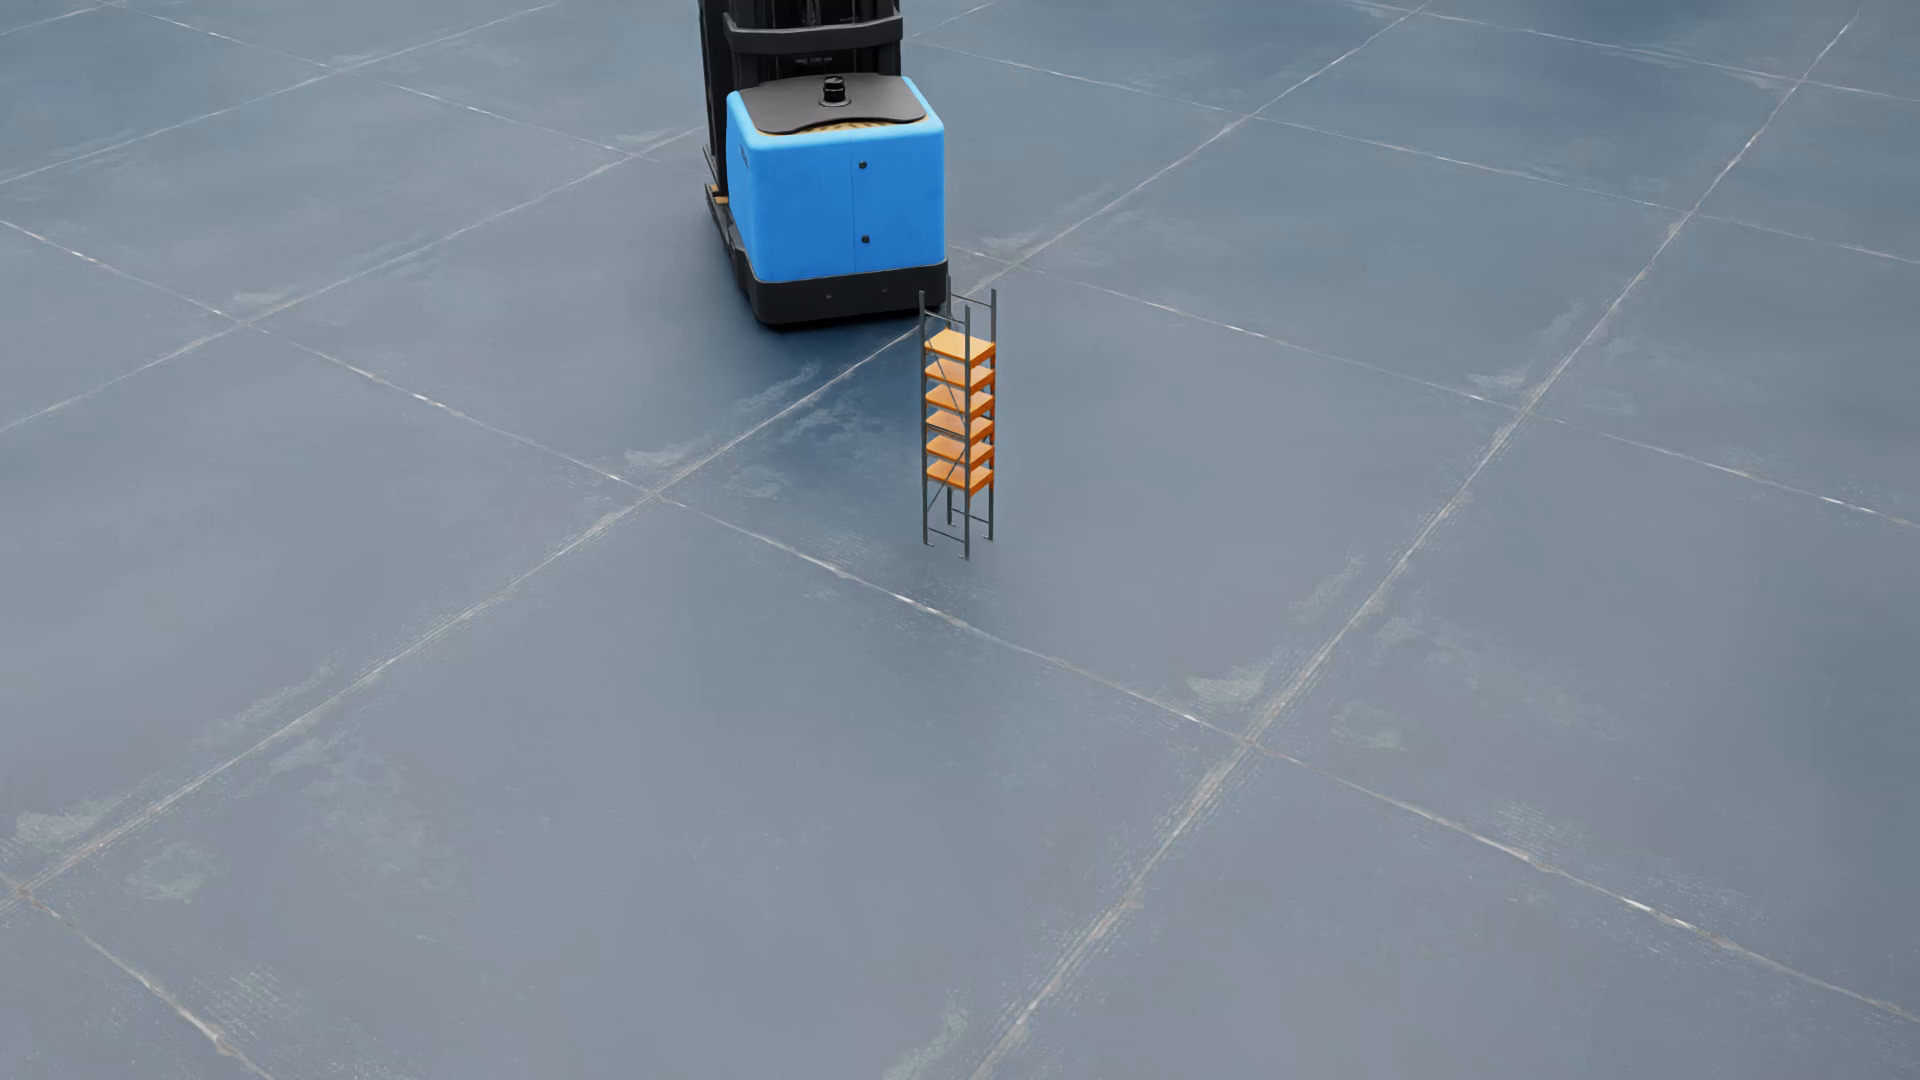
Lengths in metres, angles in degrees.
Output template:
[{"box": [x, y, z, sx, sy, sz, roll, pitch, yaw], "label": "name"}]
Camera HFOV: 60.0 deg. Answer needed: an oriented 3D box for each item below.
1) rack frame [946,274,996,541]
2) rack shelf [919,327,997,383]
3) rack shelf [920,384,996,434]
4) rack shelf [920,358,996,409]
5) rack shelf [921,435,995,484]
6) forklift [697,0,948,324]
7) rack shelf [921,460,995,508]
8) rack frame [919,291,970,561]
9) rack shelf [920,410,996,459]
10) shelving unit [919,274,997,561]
[{"box": [0.044, -0.532, 6.966, 0.240, 1.200, 0.006, 21, 39, 28], "label": "rack frame"}, {"box": [-0.008, -0.752, 6.727, 0.258, 0.103, 0.180, 21, 39, 28], "label": "rack shelf"}, {"box": [-0.008, -0.553, 6.862, 0.258, 0.103, 0.180, 21, 39, 28], "label": "rack shelf"}, {"box": [-0.008, -0.652, 6.794, 0.258, 0.103, 0.180, 21, 39, 28], "label": "rack shelf"}, {"box": [-0.008, -0.354, 6.996, 0.258, 0.103, 0.180, 21, 39, 28], "label": "rack shelf"}, {"box": [-0.939, -3.179, 9.334, 1.130, 2.935, 3.031, -9, 35, -12], "label": "forklift"}, {"box": [-0.008, -0.255, 7.063, 0.258, 0.103, 0.180, 21, 39, 28], "label": "rack shelf"}, {"box": [-0.060, -0.448, 6.842, 0.240, 1.200, 0.006, 21, 39, 28], "label": "rack frame"}, {"box": [-0.008, -0.454, 6.929, 0.258, 0.103, 0.180, 21, 39, 28], "label": "rack shelf"}, {"box": [-0.008, -0.490, 6.904, 0.258, 1.200, 0.189, 21, 39, 28], "label": "shelving unit"}]
